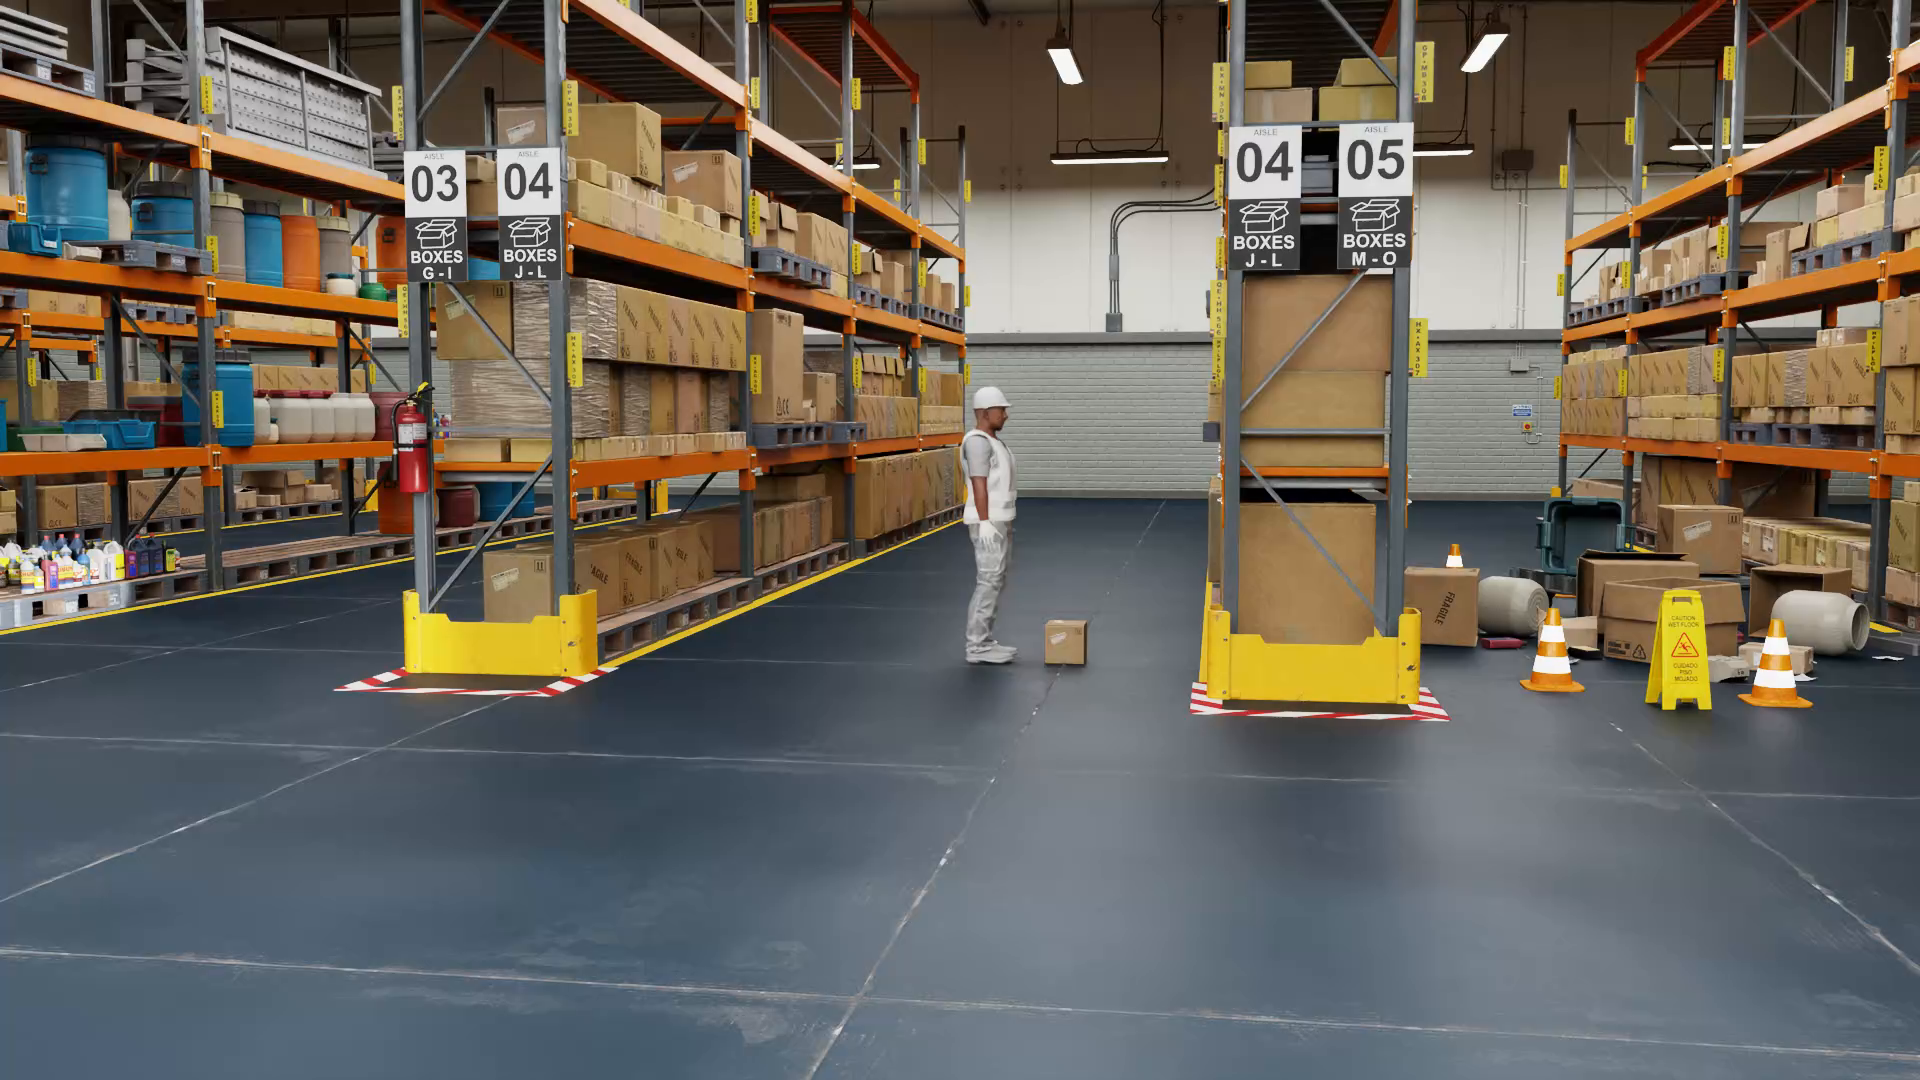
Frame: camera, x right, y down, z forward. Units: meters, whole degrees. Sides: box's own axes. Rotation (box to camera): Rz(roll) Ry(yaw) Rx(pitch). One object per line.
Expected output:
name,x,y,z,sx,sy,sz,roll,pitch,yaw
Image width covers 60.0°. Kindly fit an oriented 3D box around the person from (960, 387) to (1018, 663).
person,0.197,-0.106,10.849,0.356,1.778,0.546,1,4,10
